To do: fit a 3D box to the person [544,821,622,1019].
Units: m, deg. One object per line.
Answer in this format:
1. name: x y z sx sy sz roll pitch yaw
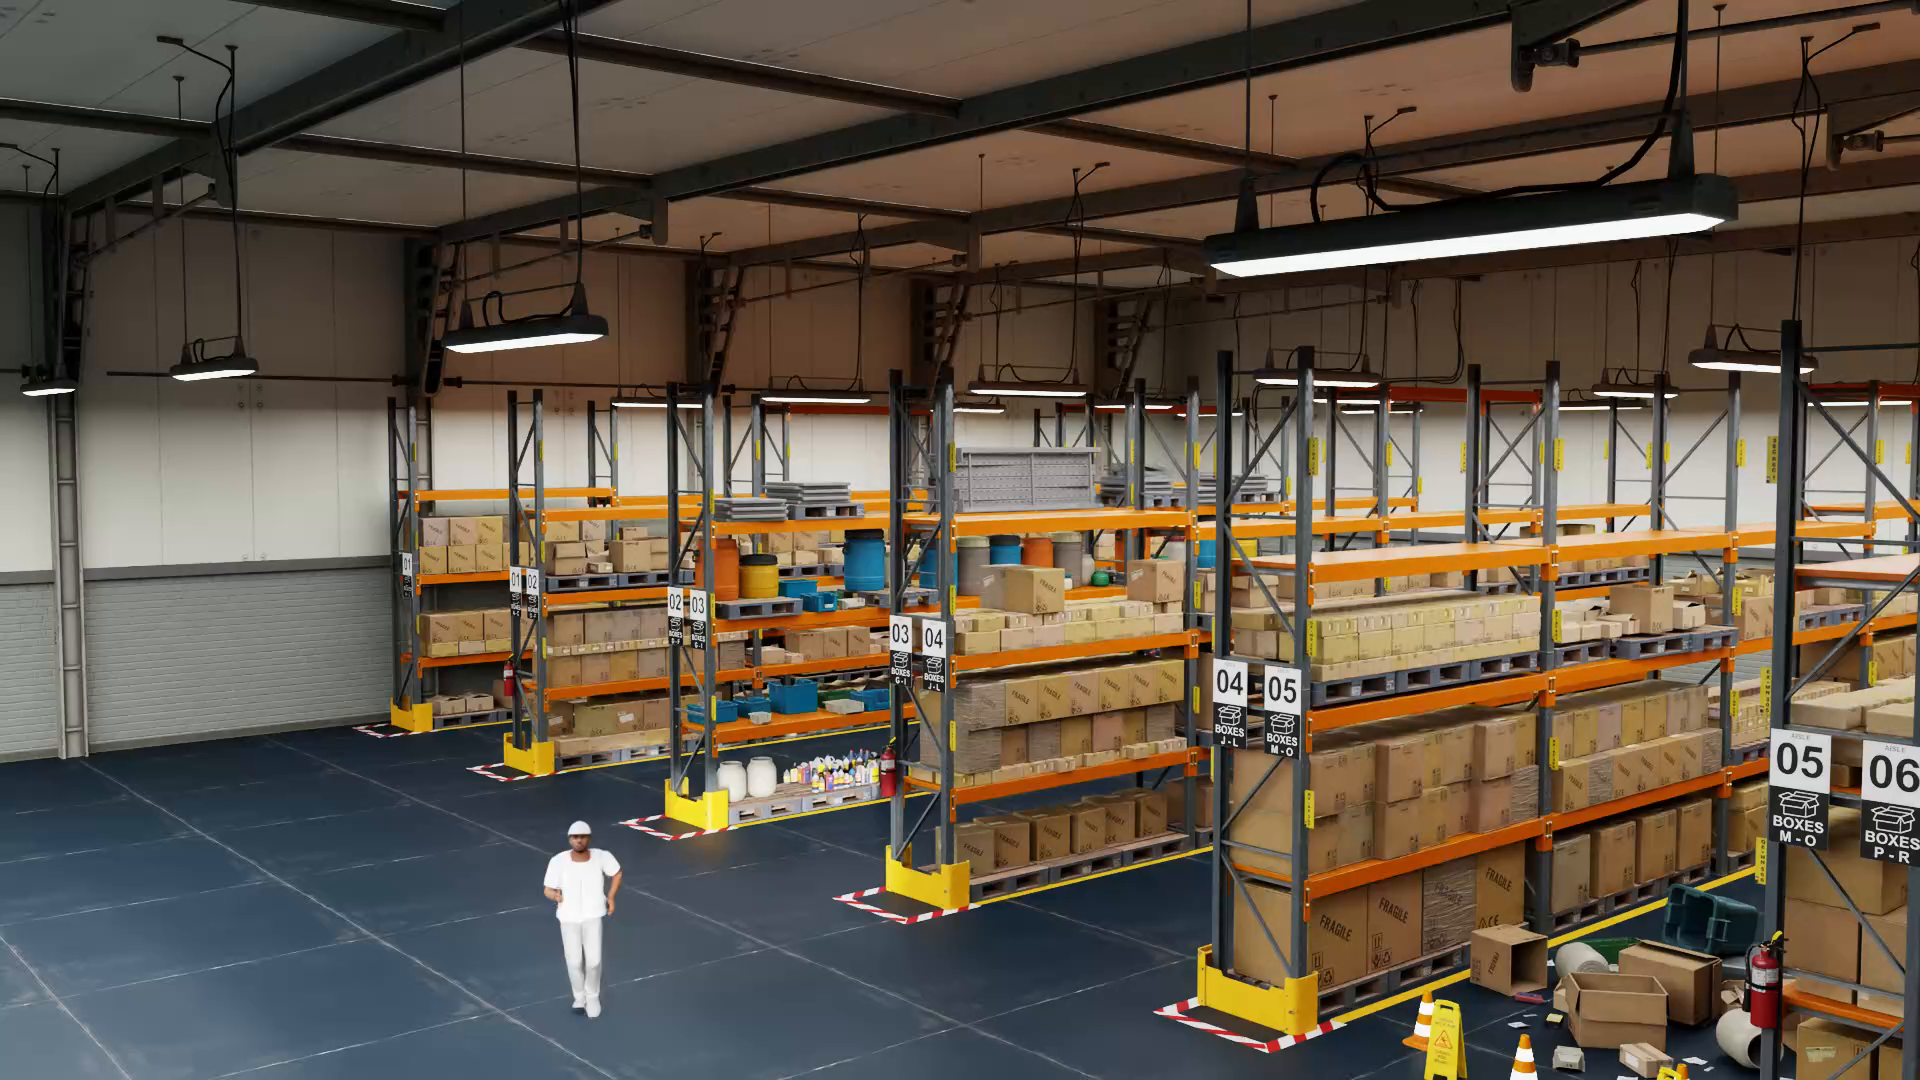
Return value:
1. person: -3.392 3.419 14.930 0.676 1.782 0.661 0 3 -8
